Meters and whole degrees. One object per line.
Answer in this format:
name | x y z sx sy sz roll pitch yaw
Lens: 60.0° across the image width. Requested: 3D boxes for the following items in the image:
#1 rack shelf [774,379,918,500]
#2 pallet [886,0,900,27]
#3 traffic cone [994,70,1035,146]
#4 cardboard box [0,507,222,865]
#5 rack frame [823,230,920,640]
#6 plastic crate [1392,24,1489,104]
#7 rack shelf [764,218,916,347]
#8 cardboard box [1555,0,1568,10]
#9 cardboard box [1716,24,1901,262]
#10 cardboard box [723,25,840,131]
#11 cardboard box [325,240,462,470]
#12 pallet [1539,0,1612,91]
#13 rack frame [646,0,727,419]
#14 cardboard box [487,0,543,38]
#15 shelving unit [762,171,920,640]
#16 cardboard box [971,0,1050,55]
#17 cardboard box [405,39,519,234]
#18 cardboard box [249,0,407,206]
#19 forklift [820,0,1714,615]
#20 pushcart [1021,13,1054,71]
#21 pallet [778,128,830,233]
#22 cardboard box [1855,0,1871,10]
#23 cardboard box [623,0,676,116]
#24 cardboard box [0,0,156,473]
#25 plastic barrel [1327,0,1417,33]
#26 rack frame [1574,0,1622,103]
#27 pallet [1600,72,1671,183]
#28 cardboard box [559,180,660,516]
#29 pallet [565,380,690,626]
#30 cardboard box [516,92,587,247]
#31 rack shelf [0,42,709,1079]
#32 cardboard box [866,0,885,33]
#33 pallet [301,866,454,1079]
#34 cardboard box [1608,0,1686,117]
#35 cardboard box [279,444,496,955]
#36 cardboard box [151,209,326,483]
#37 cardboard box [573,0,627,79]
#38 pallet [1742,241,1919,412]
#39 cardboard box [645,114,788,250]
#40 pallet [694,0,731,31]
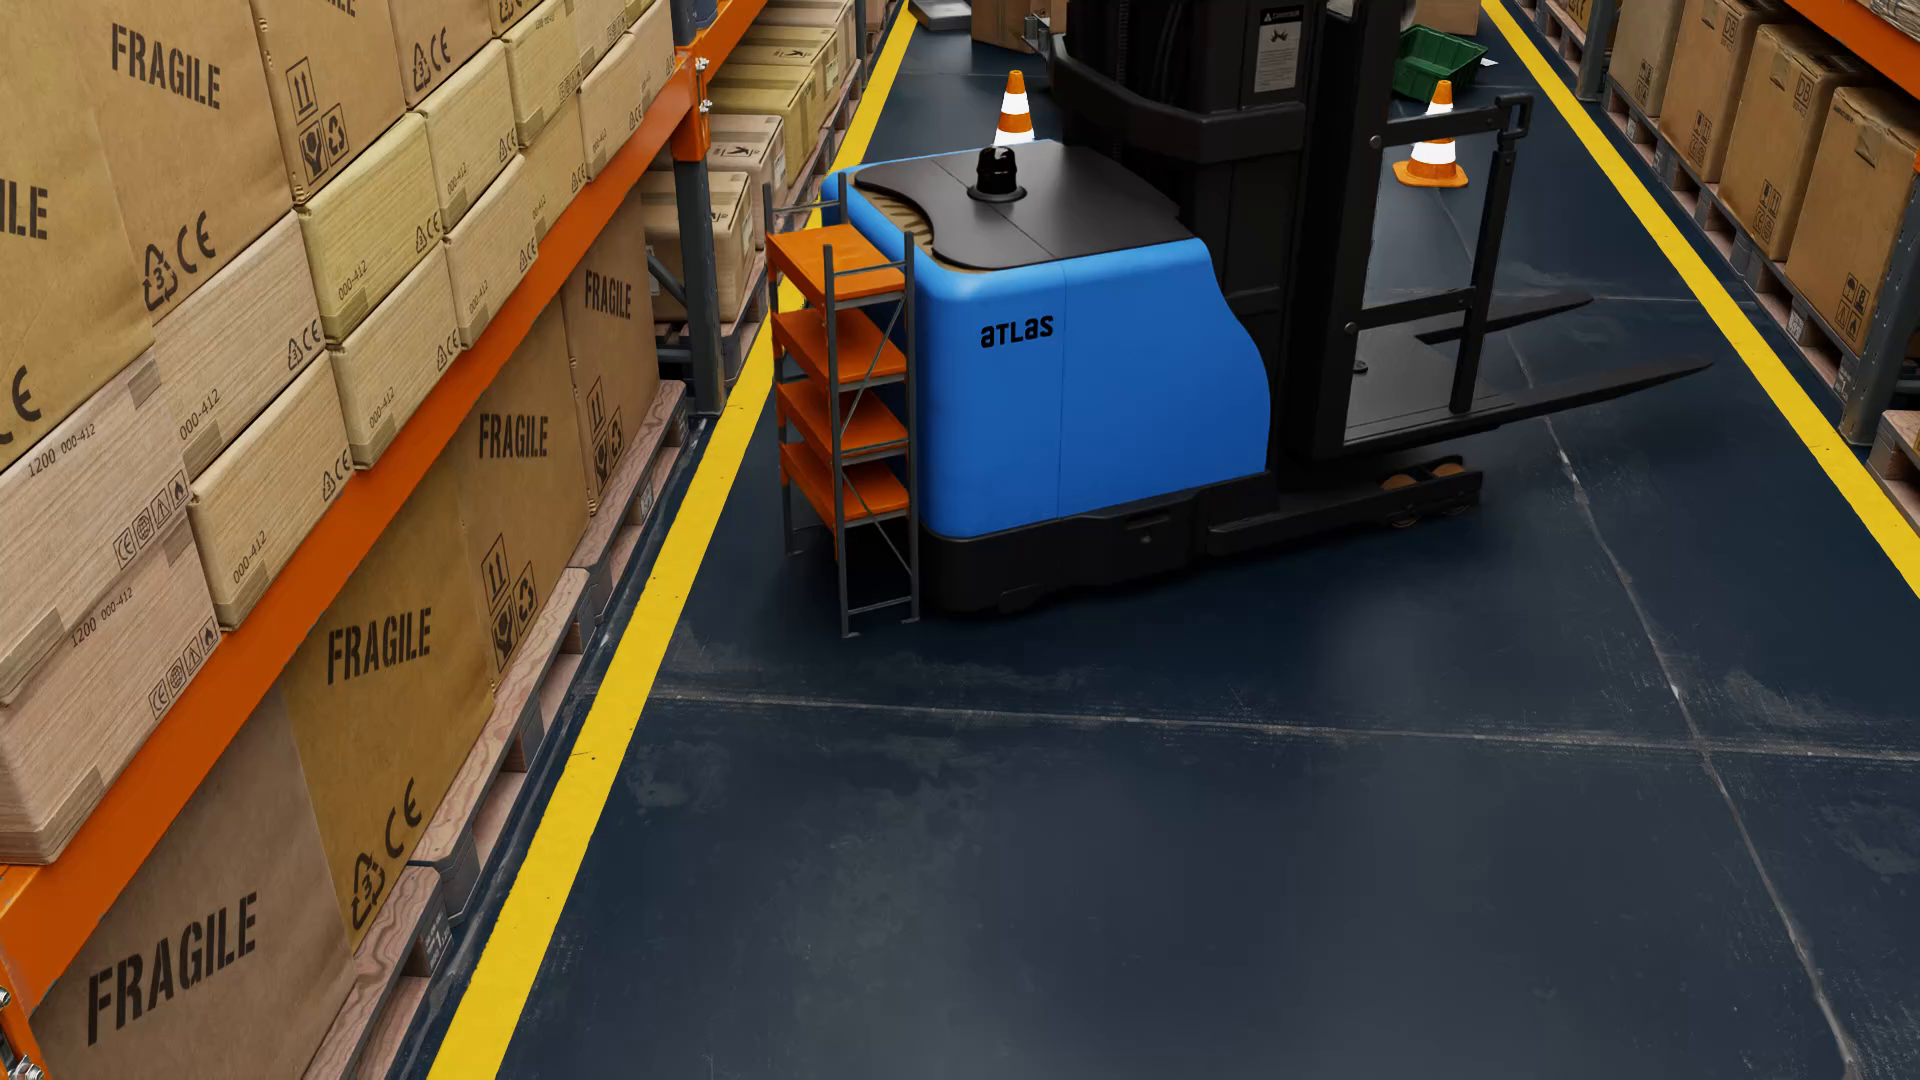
rack shelf | -0.330 -0.312 4.740 0.258 0.148 0.480 -13 34 -20
pallet | -0.910 -3.663 10.993 1.003 0.211 1.213 2 32 4
traffic cone | 0.268 -2.070 8.168 0.336 0.463 0.334 2 32 4
cardboard box | -1.378 0.170 2.258 0.500 0.250 0.500 2 32 3
rack frame | -0.231 -0.252 4.515 0.240 1.200 0.015 -13 34 -20
plastic crate | 2.624 -2.674 9.355 0.450 0.188 0.662 29 41 23
rack shelf | -0.330 -0.703 4.499 0.258 0.148 0.480 -13 34 -20
cardboard box | 4.106 -3.771 10.135 0.875 0.875 0.875 3 32 4
cardboard box | 3.797 -1.601 6.732 1.050 0.750 0.750 3 32 5
cardboard box | -1.121 -2.268 8.175 0.950 0.372 0.625 4 32 7
cardboard box | -1.280 -0.368 3.131 0.500 0.250 0.500 2 32 4
pallet | 4.056 -2.907 9.765 1.003 0.211 1.213 2 32 4
rack frame | -1.352 -1.766 5.257 1.000 3.000 0.127 2 32 4
cardboard box | -1.214 -1.425 3.655 0.500 0.500 0.500 2 32 4
shelving unit | -0.330 -0.369 4.705 0.258 1.200 0.503 -13 34 -20
cardboard box | 0.417 -3.297 10.121 0.500 0.500 0.500 27 41 37
cardboard box | -1.239 -0.843 3.425 0.500 0.250 0.500 2 32 2
cardboard box | -1.298 -0.890 2.787 0.500 0.500 0.500 2 32 3
forklift | 1.129 -1.529 4.937 3.031 2.935 1.130 -13 34 -20
pushcart | 1.250 -2.670 9.224 1.648 0.377 0.936 -8 33 -13
pallet | -1.185 -1.624 7.684 1.003 0.211 1.213 2 32 4
cardboard box | 3.401 -2.158 5.797 0.500 0.500 0.500 2 32 4
cardboard box | -1.134 -1.427 4.849 0.500 0.250 0.500 1 32 2
cardboard box | -1.355 -0.361 1.928 0.500 0.500 0.500 3 32 5
plastic barrel | 2.479 -3.261 10.139 0.512 0.421 0.421 27 41 37
rack frame | 3.916 -3.699 8.394 1.000 3.000 0.127 2 32 4
pallet | 3.928 -2.106 8.466 1.003 0.211 1.213 2 32 4
cardboard box | -1.491 -0.683 5.124 0.875 0.875 0.875 2 32 4
pallet | -1.491 -0.170 5.325 1.003 0.211 1.213 2 32 4
cardboard box | -1.217 -0.897 3.989 0.500 0.250 0.500 2 32 3
rack shelf | -1.515 -0.414 3.749 1.077 0.370 4.000 2 32 4
cardboard box | -0.709 -3.163 9.744 0.500 0.250 0.500 1 32 2
pallet | -1.690 1.106 3.255 1.003 0.211 1.213 2 32 4
cardboard box | 3.955 -2.592 8.341 1.050 0.750 0.750 2 32 4
cardboard box | -1.641 0.251 3.609 0.875 0.875 0.875 3 32 5
cardboard box | -1.346 -0.316 2.570 0.500 0.250 0.500 3 32 5
cardboard box | -1.176 -1.383 4.302 0.500 0.250 0.500 2 32 3
pallet | 3.729 -0.830 6.395 1.003 0.211 1.213 2 32 4
cardboard box | -1.244 -1.508 6.942 0.950 0.372 0.625 2 32 3
pallet | -1.400 -2.062 5.920 1.213 0.211 1.003 2 32 4
